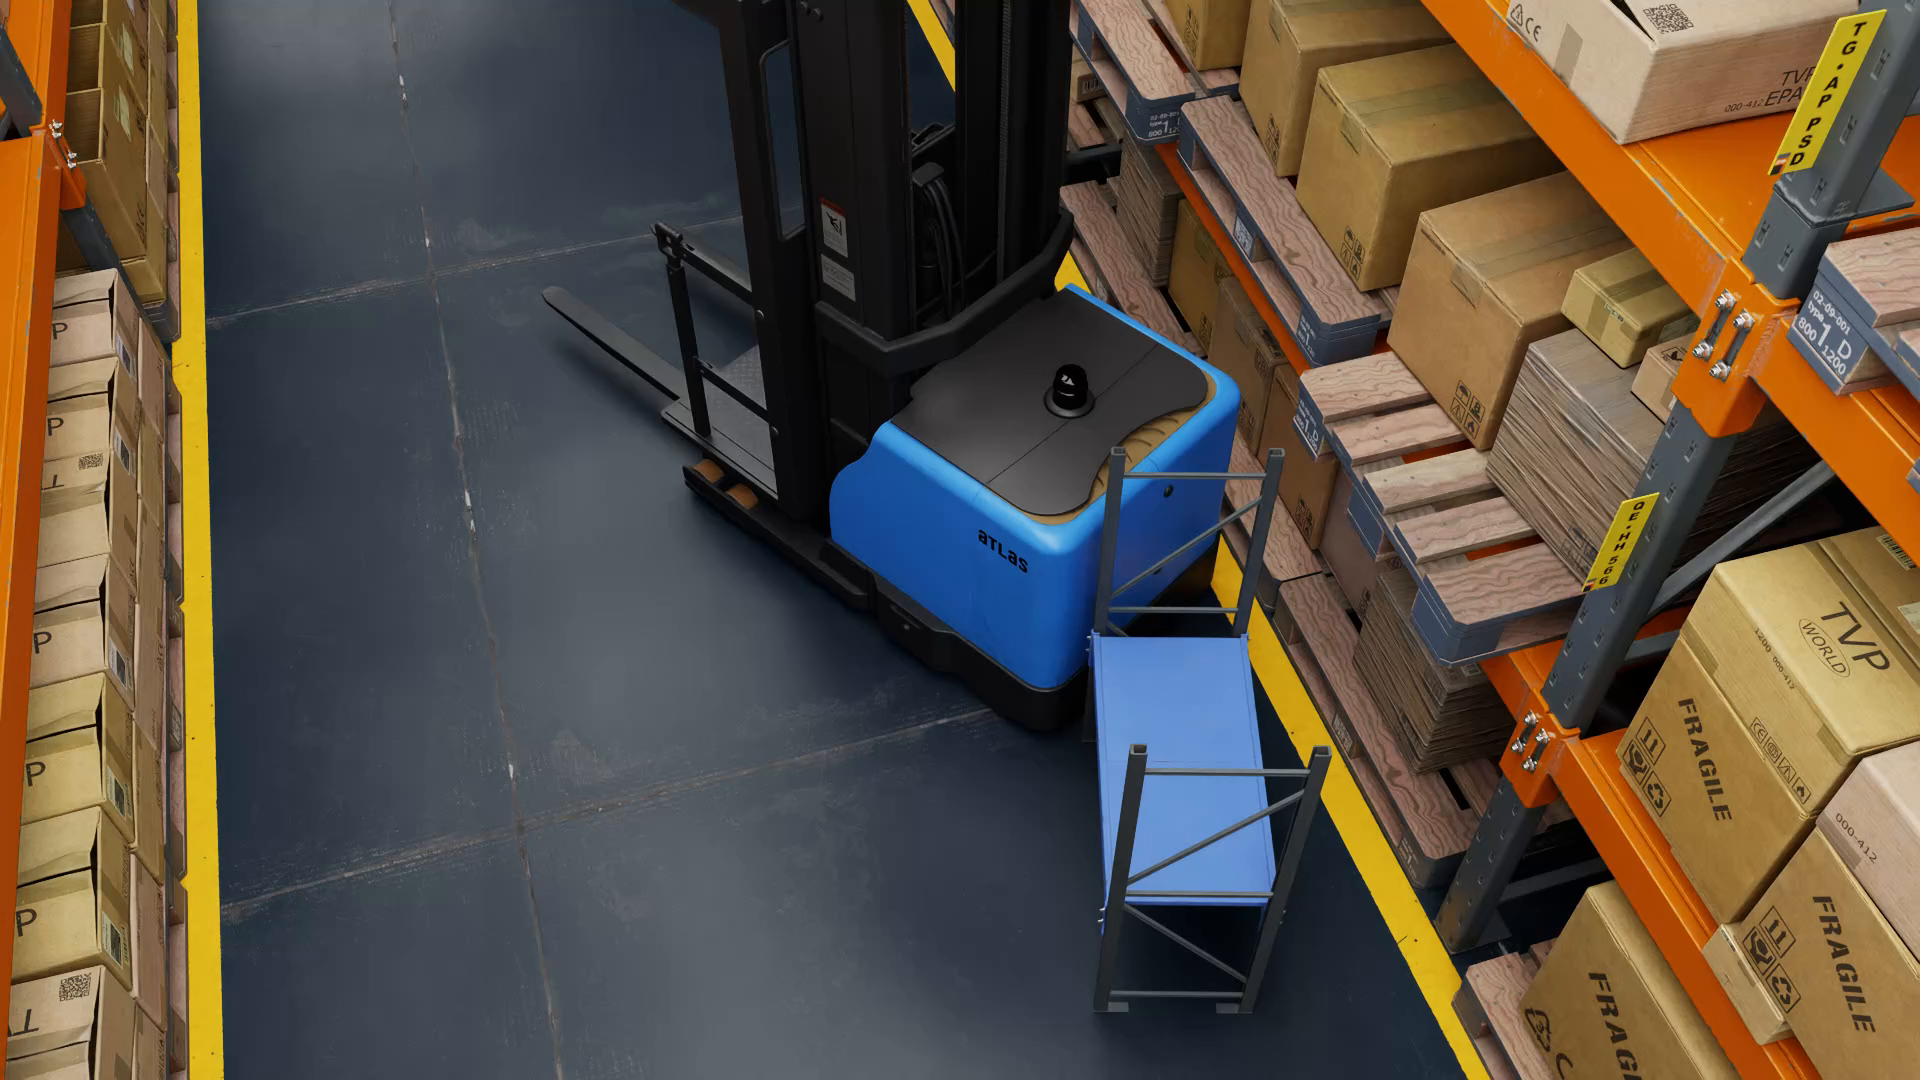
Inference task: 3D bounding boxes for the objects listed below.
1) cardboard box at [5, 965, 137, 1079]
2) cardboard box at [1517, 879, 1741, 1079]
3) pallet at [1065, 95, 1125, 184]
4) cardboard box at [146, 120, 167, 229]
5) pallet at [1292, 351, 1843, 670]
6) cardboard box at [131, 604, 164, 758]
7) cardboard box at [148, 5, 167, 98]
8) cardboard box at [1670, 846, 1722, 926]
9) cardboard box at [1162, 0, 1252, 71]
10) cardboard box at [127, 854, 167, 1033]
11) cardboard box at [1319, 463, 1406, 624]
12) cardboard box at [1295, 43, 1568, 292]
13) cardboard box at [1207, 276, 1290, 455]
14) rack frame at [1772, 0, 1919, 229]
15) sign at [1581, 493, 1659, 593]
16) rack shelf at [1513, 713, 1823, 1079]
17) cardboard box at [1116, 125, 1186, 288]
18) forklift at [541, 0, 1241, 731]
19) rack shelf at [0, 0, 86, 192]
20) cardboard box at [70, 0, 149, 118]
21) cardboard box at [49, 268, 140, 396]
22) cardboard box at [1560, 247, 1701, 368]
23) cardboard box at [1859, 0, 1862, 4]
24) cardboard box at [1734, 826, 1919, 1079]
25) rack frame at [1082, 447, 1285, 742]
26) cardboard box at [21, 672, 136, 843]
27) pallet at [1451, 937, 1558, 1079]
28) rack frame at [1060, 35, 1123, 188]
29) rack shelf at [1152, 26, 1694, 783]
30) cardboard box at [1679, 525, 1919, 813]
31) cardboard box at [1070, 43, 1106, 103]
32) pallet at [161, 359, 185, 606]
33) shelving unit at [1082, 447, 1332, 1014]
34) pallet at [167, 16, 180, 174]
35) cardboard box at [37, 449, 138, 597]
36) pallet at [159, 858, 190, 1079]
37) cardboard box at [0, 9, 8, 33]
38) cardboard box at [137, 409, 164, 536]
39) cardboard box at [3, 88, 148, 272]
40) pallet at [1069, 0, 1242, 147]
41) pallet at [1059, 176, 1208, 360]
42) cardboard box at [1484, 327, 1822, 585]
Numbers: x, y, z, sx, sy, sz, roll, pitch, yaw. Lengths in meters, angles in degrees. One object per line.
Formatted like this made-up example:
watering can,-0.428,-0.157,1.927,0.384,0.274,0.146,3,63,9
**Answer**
cardboard box,-2.555,1.471,4.495,0.500,0.311,0.500,-12,51,-10
cardboard box,2.143,1.351,4.570,0.750,0.750,0.750,-14,51,-11
pallet,0.635,-2.278,8.322,1.003,0.211,1.213,-13,51,-11
cardboard box,-3.854,-1.594,7.446,0.500,0.250,0.500,-13,51,-11
pallet,1.738,-0.208,4.878,1.213,0.211,1.003,-13,51,-11
cardboard box,-3.015,0.532,5.653,0.500,0.250,0.500,-12,51,-10
cardboard box,-4.150,-2.325,8.061,0.500,0.250,0.500,-13,51,-11
cardboard box,1.993,0.780,4.071,0.380,0.149,0.250,-13,51,-10
cardboard box,1.144,-2.079,5.978,0.700,0.500,0.500,-9,50,-7
cardboard box,-2.704,1.285,5.018,0.500,0.250,0.500,-15,51,-12
cardboard box,1.747,-0.026,5.947,0.700,0.500,0.500,-13,51,-11
cardboard box,1.512,-1.193,5.230,0.700,0.500,0.500,-13,51,-11
cardboard box,1.414,-0.749,6.556,0.700,0.500,0.500,-13,51,-11
rack frame,2.051,-1.707,2.093,1.000,3.000,0.127,-13,51,-11
sign,1.535,0.009,3.865,0.100,0.325,0.005,-13,51,-11
rack shelf,2.642,1.920,3.430,1.077,0.370,4.000,-13,51,-11
cardboard box,1.101,-1.497,7.187,0.700,0.500,0.500,-12,51,-10
forklift,-0.461,-1.269,5.692,3.031,2.935,1.130,35,58,26
rack shelf,-4.455,-2.801,7.409,1.077,0.370,4.000,-13,51,-11
cardboard box,-3.997,-2.202,7.468,0.500,0.500,0.500,-13,51,-11
cardboard box,-3.470,-0.771,6.384,0.500,0.311,0.500,-13,51,-11
cardboard box,1.811,-0.633,4.334,0.380,0.149,0.250,-21,53,-17
cardboard box,2.057,-1.356,3.681,0.500,0.500,0.500,-13,51,-11
cardboard box,2.096,0.890,3.555,0.500,0.500,0.500,-12,51,-10
rack frame,0.686,0.228,5.366,0.500,1.500,0.032,0,50,0
cardboard box,-2.867,0.716,5.131,0.500,0.311,0.500,-15,51,-12
pallet,2.212,1.719,4.953,1.003,0.211,1.213,-13,51,-11
rack frame,0.868,-2.695,6.849,1.000,3.000,0.127,-13,51,-11
rack shelf,1.459,-1.002,5.893,1.077,0.370,4.000,-13,51,-11
cardboard box,1.947,0.262,3.594,0.500,0.250,0.500,-12,51,-10
cardboard box,0.681,-2.307,8.088,0.380,0.166,0.250,-19,53,-16
pallet,-3.608,-0.144,6.523,1.003,0.211,1.213,-13,51,-11
shelving unit,0.680,0.617,5.039,0.538,1.500,1.048,0,50,0
pallet,-4.423,-2.156,8.219,1.003,0.211,1.213,-13,51,-11
cardboard box,-3.165,-0.027,5.758,0.500,0.311,0.500,-13,51,-11
pallet,-2.887,1.638,5.020,1.003,0.211,1.213,-13,51,-11
cardboard box,-4.001,-1.927,6.137,0.700,0.500,0.500,-15,51,-12
cardboard box,-3.316,-0.214,6.282,0.500,0.250,0.500,-14,51,-12
cardboard box,-3.701,-1.472,6.852,0.500,0.500,0.500,-13,51,-11
pallet,0.955,-2.042,6.424,1.003,0.211,1.213,-13,51,-11
pallet,1.099,-1.227,7.436,1.003,0.211,1.213,-13,51,-11
cardboard box,1.902,-0.288,4.468,0.700,0.500,0.500,-19,52,-15
